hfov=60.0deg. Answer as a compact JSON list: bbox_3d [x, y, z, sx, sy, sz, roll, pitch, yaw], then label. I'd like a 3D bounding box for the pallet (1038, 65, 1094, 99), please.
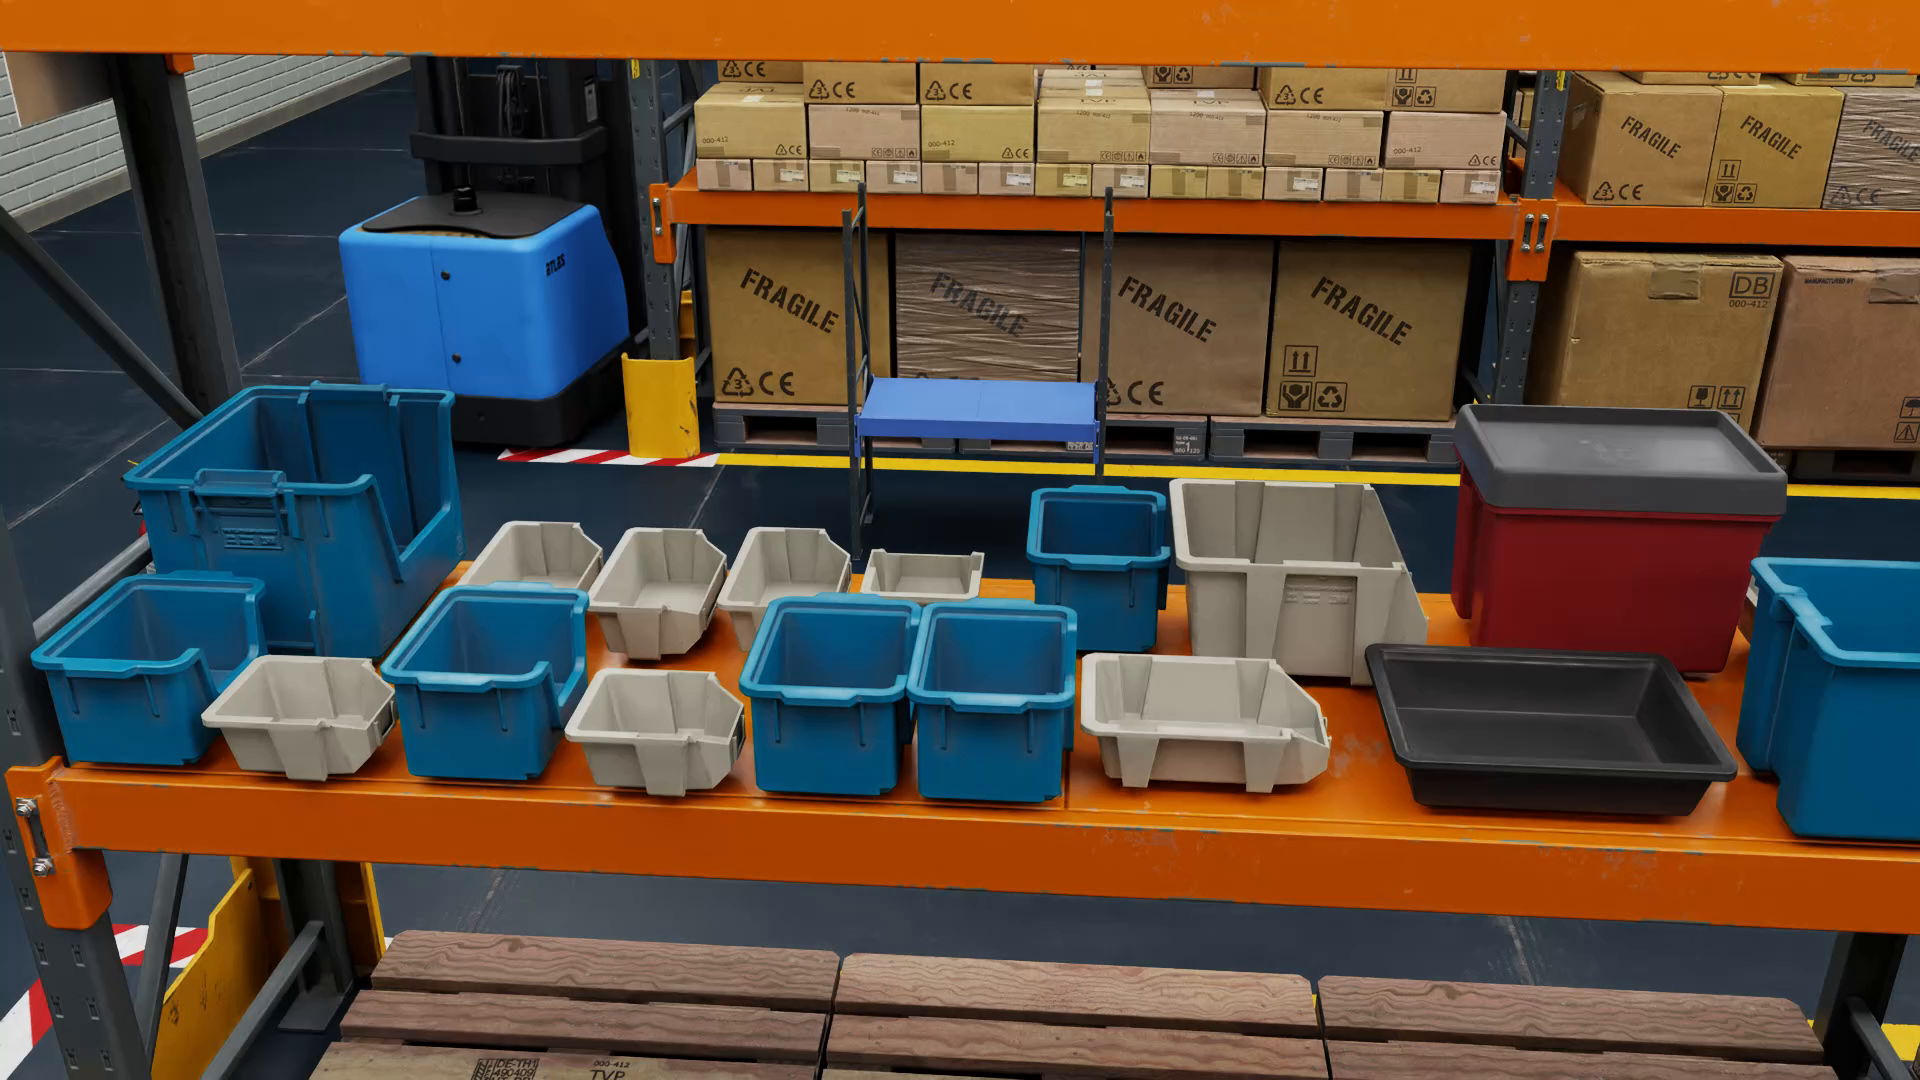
[{"bbox_3d":[1.386,-4.834,17.504,1.213,0.211,1.003,2,25,4],"label":"pallet"}]

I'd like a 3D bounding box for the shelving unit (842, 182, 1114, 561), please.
[{"bbox_3d":[0.085,-0.679,6.931,1.048,1.500,0.538,2,25,4],"label":"shelving unit"}]

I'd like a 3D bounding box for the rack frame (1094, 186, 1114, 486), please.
[{"bbox_3d":[0.592,-0.662,6.895,0.032,1.500,0.500,2,25,4],"label":"rack frame"}]

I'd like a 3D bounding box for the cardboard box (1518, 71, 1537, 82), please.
[{"bbox_3d":[4.353,-3.395,12.631,0.500,0.250,0.500,3,25,6],"label":"cardboard box"}]

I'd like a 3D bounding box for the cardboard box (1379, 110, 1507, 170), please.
[{"bbox_3d":[2.139,-1.848,7.501,0.500,0.250,0.500,1,25,3],"label":"cardboard box"}]

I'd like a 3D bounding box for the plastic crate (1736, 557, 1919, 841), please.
[{"bbox_3d":[1.729,0.296,2.966,0.575,0.384,0.392,2,25,4],"label":"plastic crate"}]

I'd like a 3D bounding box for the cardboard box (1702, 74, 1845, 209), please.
[{"bbox_3d":[3.540,-1.787,7.425,0.500,0.500,0.500,2,25,4],"label":"cardboard box"}]

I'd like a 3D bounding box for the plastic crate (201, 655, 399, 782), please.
[{"bbox_3d":[-1.233,0.343,3.160,0.298,0.136,0.250,2,25,4],"label":"plastic crate"}]

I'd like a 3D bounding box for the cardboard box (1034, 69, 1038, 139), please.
[{"bbox_3d":[0.128,-2.133,8.121,0.500,0.250,0.500,1,25,2],"label":"cardboard box"}]

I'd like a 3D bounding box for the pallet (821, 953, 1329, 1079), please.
[{"bbox_3d":[0.264,1.410,3.933,1.213,0.211,1.003,2,25,4],"label":"pallet"}]

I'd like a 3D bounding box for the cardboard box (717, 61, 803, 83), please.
[{"bbox_3d":[-0.883,-2.505,8.033,0.500,0.500,0.500,2,25,5],"label":"cardboard box"}]

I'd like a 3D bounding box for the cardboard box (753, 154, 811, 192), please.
[{"bbox_3d":[-0.804,-1.733,7.729,0.250,0.149,0.380,1,25,3],"label":"cardboard box"}]

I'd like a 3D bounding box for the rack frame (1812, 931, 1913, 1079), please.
[{"bbox_3d":[2.220,0.188,3.252,0.127,3.000,1.000,2,25,4],"label":"rack frame"}]

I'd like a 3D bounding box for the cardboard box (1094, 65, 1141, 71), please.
[{"bbox_3d":[1.848,-5.126,17.365,0.875,0.438,0.875,1,25,2],"label":"cardboard box"}]

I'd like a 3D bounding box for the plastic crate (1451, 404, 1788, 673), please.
[{"bbox_3d":[1.349,-0.001,3.515,0.583,0.464,0.402,2,25,4],"label":"plastic crate"}]

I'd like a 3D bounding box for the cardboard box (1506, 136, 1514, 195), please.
[{"bbox_3d":[3.796,-2.861,12.367,0.500,0.500,0.500,3,25,6],"label":"cardboard box"}]

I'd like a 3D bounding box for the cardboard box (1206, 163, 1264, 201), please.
[{"bbox_3d":[1.244,-1.668,7.587,0.250,0.149,0.380,2,25,5],"label":"cardboard box"}]

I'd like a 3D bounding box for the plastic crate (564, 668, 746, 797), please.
[{"bbox_3d":[-0.557,0.365,3.113,0.298,0.136,0.250,2,25,4],"label":"plastic crate"}]

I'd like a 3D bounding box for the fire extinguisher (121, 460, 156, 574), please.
[{"bbox_3d":[-1.884,0.071,4.046,0.183,0.674,0.296,2,25,4],"label":"fire extinguisher"}]

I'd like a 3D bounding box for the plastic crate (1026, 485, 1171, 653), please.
[{"bbox_3d":[0.299,0.068,3.642,0.300,0.233,0.416,2,25,4],"label":"plastic crate"}]

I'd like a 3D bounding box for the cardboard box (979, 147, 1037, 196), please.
[{"bbox_3d":[0.222,-1.701,7.658,0.250,0.149,0.380,2,25,3],"label":"cardboard box"}]

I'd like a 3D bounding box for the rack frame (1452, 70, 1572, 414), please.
[{"bbox_3d":[2.599,-1.876,7.738,0.127,3.000,1.000,2,25,4],"label":"rack frame"}]

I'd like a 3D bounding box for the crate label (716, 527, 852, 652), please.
[{"bbox_3d":[-0.374,0.118,3.650,0.243,0.136,0.396,2,25,4],"label":"crate label"}]

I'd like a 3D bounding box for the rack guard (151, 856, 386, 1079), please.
[{"bbox_3d":[-1.793,1.201,4.043,0.348,0.500,1.175,2,25,4],"label":"rack guard"}]

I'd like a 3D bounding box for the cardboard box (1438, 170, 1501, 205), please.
[{"bbox_3d":[2.270,-1.635,7.515,0.250,0.149,0.380,2,25,4],"label":"cardboard box"}]

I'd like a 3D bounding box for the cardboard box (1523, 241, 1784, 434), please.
[{"bbox_3d":[3.239,-1.089,8.068,0.875,0.875,1.225,2,25,4],"label":"cardboard box"}]

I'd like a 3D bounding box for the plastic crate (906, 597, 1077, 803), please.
[{"bbox_3d":[0.065,0.306,3.125,0.300,0.233,0.416,2,25,4],"label":"plastic crate"}]

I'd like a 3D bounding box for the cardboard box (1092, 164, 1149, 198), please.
[{"bbox_3d":[0.735,-1.685,7.623,0.250,0.149,0.380,2,25,5],"label":"cardboard box"}]

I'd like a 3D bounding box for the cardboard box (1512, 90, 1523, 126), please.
[{"bbox_3d":[3.796,-3.202,12.211,0.500,0.250,0.500,1,25,2],"label":"cardboard box"}]

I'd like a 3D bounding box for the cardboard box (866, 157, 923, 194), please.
[{"bbox_3d":[-0.289,-1.717,7.694,0.250,0.149,0.380,1,25,3],"label":"cardboard box"}]

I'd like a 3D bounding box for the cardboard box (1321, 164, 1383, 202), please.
[{"bbox_3d":[1.758,-1.651,7.551,0.250,0.149,0.380,1,25,3],"label":"cardboard box"}]

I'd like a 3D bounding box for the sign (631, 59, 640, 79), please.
[{"bbox_3d":[-1.437,-2.202,7.317,0.005,0.325,0.100,2,25,4],"label":"sign"}]

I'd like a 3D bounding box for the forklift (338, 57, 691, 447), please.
[{"bbox_3d":[-2.182,-2.371,8.896,1.130,2.935,3.031,5,25,10],"label":"forklift"}]

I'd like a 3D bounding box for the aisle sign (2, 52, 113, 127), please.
[{"bbox_3d":[-1.817,-1.245,3.257,0.004,0.787,0.394,2,25,4],"label":"aisle sign"}]

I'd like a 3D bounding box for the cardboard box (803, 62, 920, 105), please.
[{"bbox_3d":[-0.432,-2.268,7.516,0.500,0.500,0.500,1,25,3],"label":"cardboard box"}]

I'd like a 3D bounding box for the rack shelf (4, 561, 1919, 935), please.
[{"bbox_3d":[0.226,0.451,3.542,4.000,0.370,1.077,2,25,4],"label":"rack shelf"}]

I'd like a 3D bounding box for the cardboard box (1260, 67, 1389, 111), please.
[{"bbox_3d":[1.621,-2.205,7.379,0.500,0.500,0.500,2,25,5],"label":"cardboard box"}]

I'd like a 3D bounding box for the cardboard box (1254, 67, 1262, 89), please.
[{"bbox_3d":[1.651,-2.424,7.857,0.500,0.500,0.500,2,25,4],"label":"cardboard box"}]

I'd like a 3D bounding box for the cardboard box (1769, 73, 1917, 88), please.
[{"bbox_3d":[3.920,-2.333,7.413,0.637,0.503,0.797,2,25,5],"label":"cardboard box"}]

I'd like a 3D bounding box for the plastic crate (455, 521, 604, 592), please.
[{"bbox_3d":[-0.941,0.104,3.680,0.243,0.136,0.396,2,25,4],"label":"plastic crate"}]

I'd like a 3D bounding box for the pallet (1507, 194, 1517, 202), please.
[{"bbox_3d":[3.856,-2.649,12.754,1.213,0.211,1.003,2,25,4],"label":"pallet"}]

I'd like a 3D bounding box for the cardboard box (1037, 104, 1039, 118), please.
[{"bbox_3d":[0.678,-3.315,13.063,0.250,0.149,0.380,3,25,6],"label":"cardboard box"}]

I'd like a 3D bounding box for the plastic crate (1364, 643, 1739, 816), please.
[{"bbox_3d":[1.084,0.362,3.132,0.590,0.125,0.437,2,25,4],"label":"plastic crate"}]

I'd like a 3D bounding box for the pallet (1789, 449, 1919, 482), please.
[{"bbox_3d":[4.594,-0.578,8.253,1.213,0.211,1.003,2,25,4],"label":"pallet"}]

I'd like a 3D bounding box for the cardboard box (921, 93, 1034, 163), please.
[{"bbox_3d":[0.089,-1.912,7.639,0.500,0.250,0.500,1,25,2],"label":"cardboard box"}]

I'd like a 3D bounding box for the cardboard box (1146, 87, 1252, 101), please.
[{"bbox_3d":[1.139,-2.099,8.047,0.500,0.250,0.500,2,25,5],"label":"cardboard box"}]

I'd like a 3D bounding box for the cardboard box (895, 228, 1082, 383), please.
[{"bbox_3d":[0.163,-1.213,8.338,0.875,0.875,0.875,2,25,4],"label":"cardboard box"}]

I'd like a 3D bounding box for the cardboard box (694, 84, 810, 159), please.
[{"bbox_3d":[-0.931,-1.943,7.708,0.500,0.250,0.500,1,25,3],"label":"cardboard box"}]

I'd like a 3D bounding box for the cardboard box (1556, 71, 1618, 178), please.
[{"bbox_3d":[3.087,-2.020,7.932,0.500,0.500,0.500,2,25,4],"label":"cardboard box"}]

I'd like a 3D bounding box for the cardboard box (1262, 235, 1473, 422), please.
[{"bbox_3d":[1.948,-1.156,8.213,0.875,0.875,0.875,2,25,4],"label":"cardboard box"}]

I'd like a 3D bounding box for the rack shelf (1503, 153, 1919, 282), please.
[{"bbox_3d":[4.594,-1.485,7.750,4.000,0.370,1.077,2,25,4],"label":"rack shelf"}]

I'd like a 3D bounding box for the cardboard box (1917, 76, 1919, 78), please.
[{"bbox_3d":[4.600,-1.970,7.822,0.500,0.500,0.500,2,25,4],"label":"cardboard box"}]

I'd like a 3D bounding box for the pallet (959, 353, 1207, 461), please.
[{"bbox_3d":[0.628,-0.704,8.527,1.213,0.211,1.003,2,25,4],"label":"pallet"}]

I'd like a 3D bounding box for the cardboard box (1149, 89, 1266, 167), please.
[{"bbox_3d":[1.114,-1.879,7.570,0.500,0.250,0.500,2,25,5],"label":"cardboard box"}]
